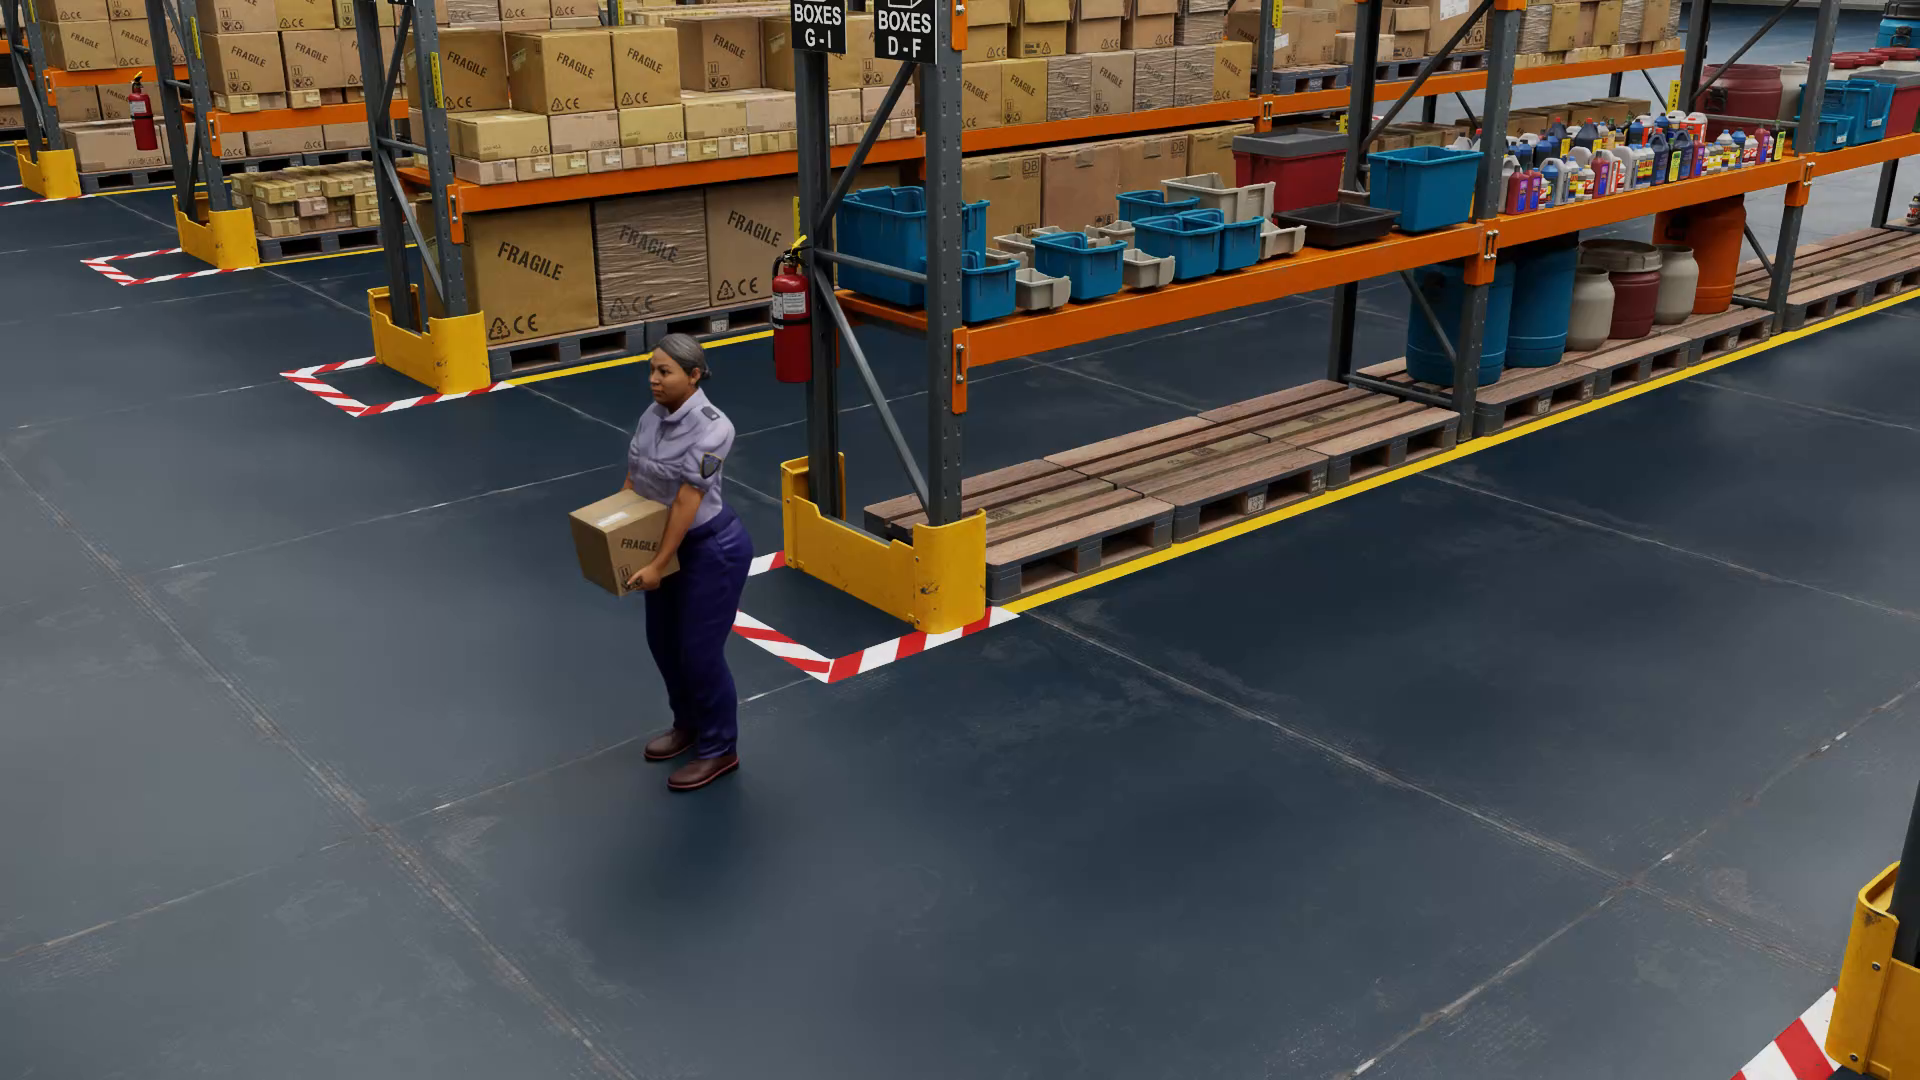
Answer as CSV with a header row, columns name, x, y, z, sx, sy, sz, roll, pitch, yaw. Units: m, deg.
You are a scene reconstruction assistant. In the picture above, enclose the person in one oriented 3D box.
name,x,y,z,sx,sy,sz,roll,pitch,yaw
person,-1.014,0.080,5.911,0.535,1.646,0.435,-18,27,-38
